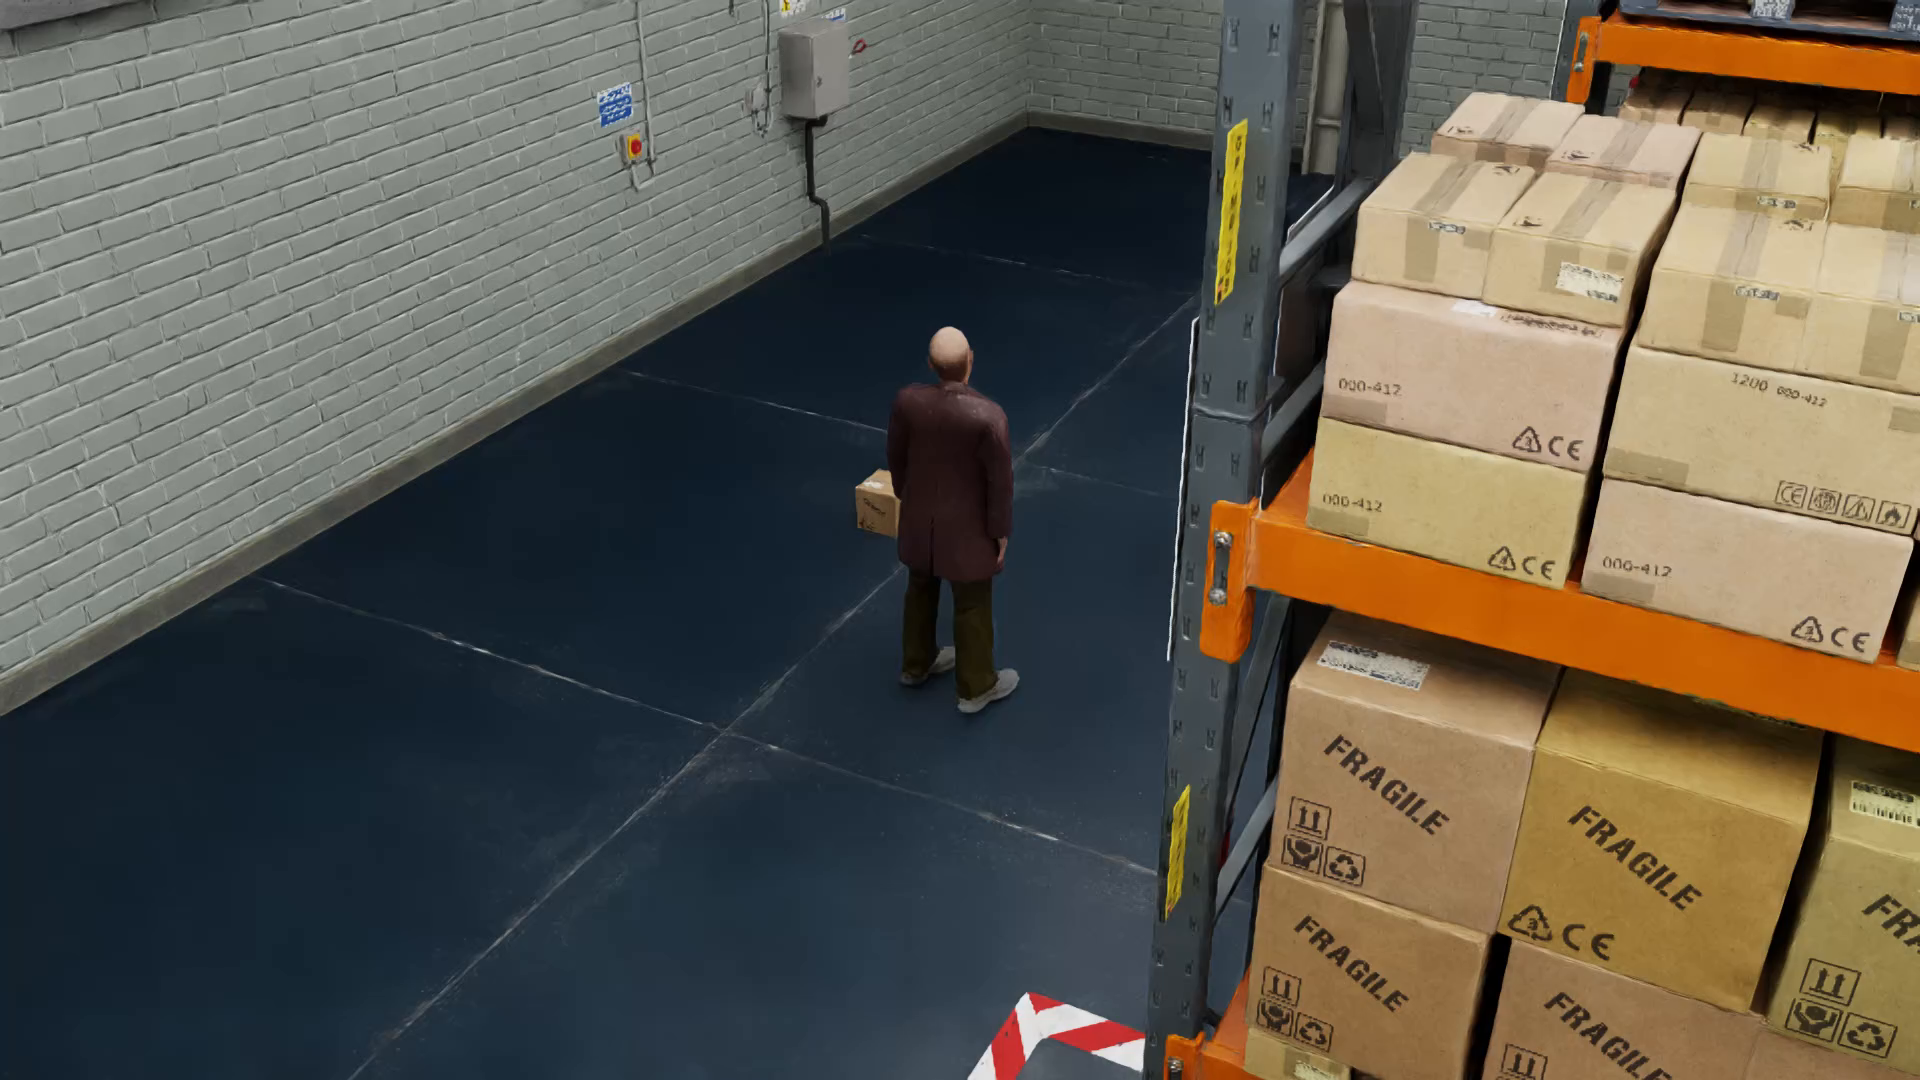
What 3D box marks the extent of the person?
[{"bbox_3d":[-0.027,-0.111,7.287,0.619,1.787,0.425,13,32,22],"label":"person"}]
